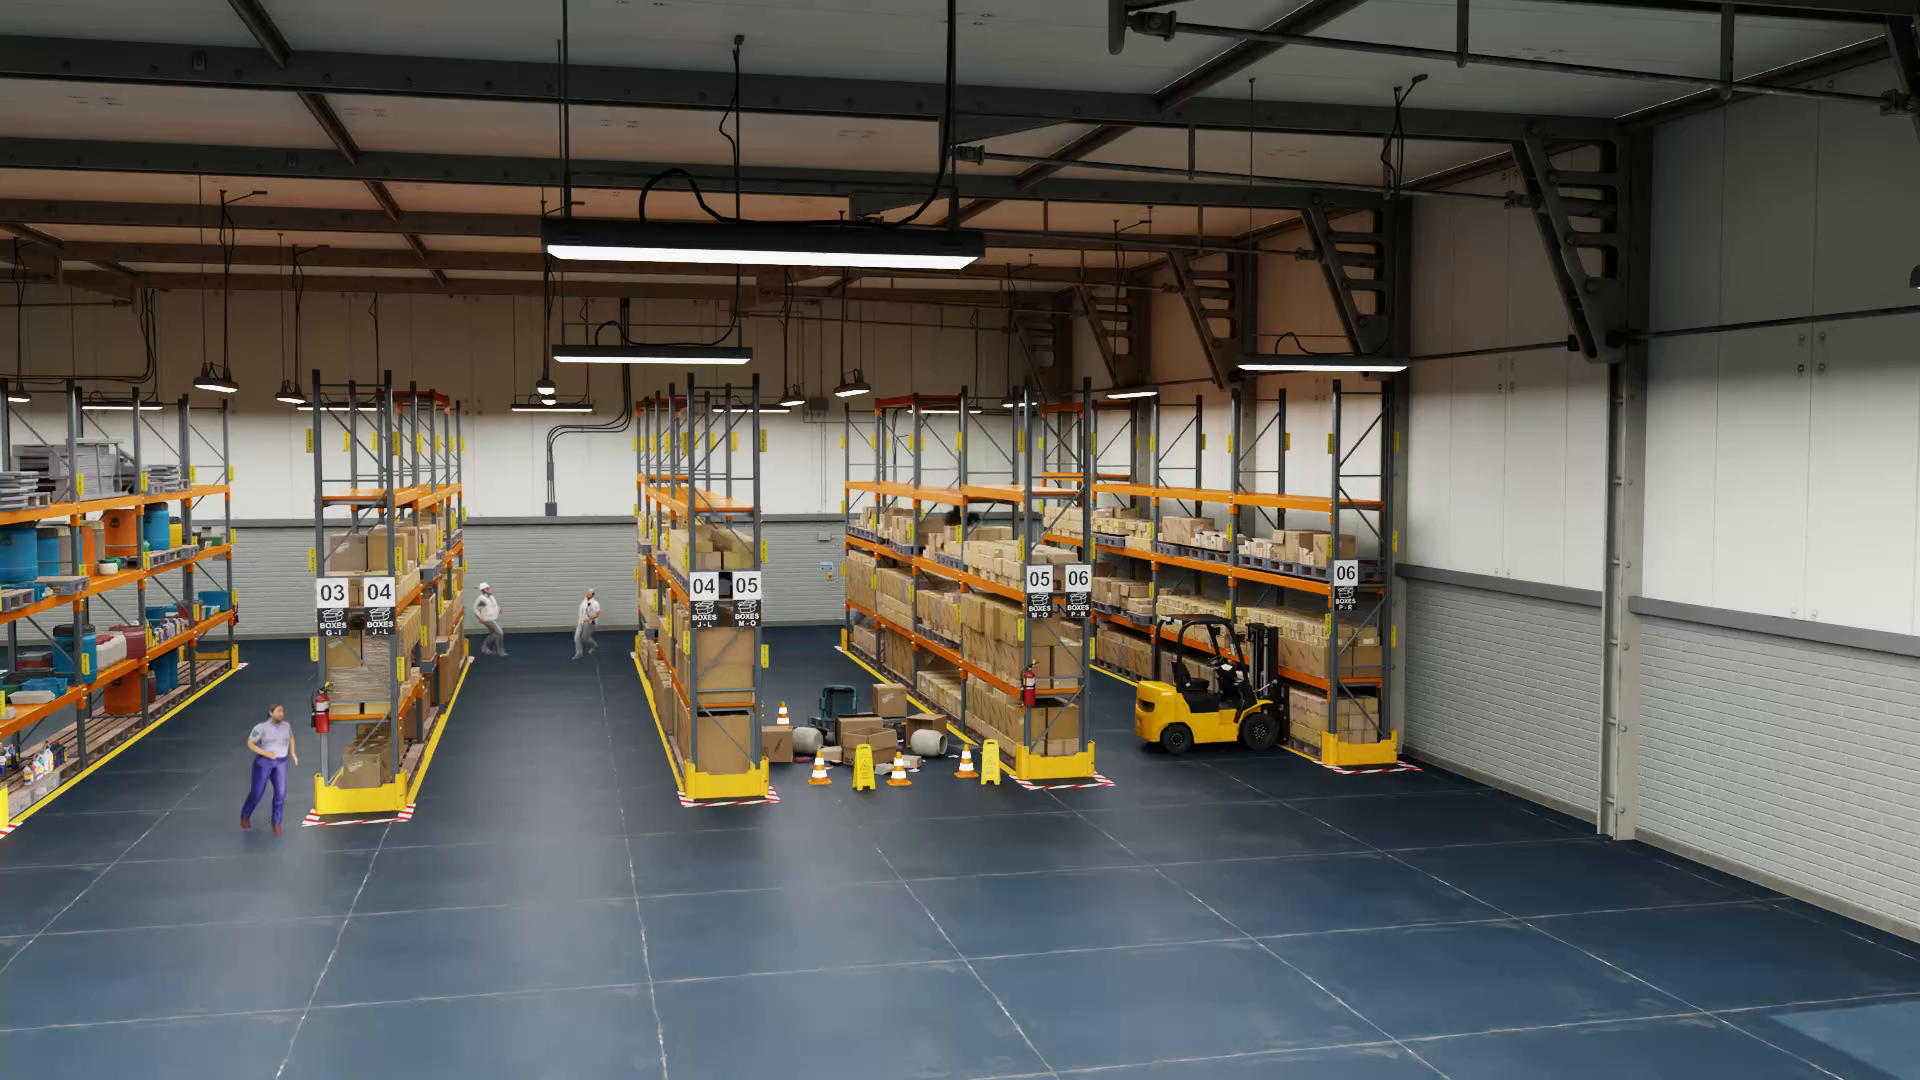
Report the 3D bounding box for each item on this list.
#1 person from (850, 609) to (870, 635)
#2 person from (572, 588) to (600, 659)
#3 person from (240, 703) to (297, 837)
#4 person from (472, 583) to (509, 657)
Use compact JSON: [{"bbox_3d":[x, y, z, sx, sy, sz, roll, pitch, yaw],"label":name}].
[{"bbox_3d":[-2.509,1.727,41.801,0.990,1.610,0.678,0,3,3],"label":"person"},{"bbox_3d":[-8.715,1.955,38.911,0.652,1.645,0.714,2,4,33],"label":"person"},{"bbox_3d":[-8.883,2.989,21.520,0.829,1.563,0.680,3,5,44],"label":"person"},{"bbox_3d":[-11.018,1.885,39.144,0.759,1.780,0.691,1,3,9],"label":"person"}]
